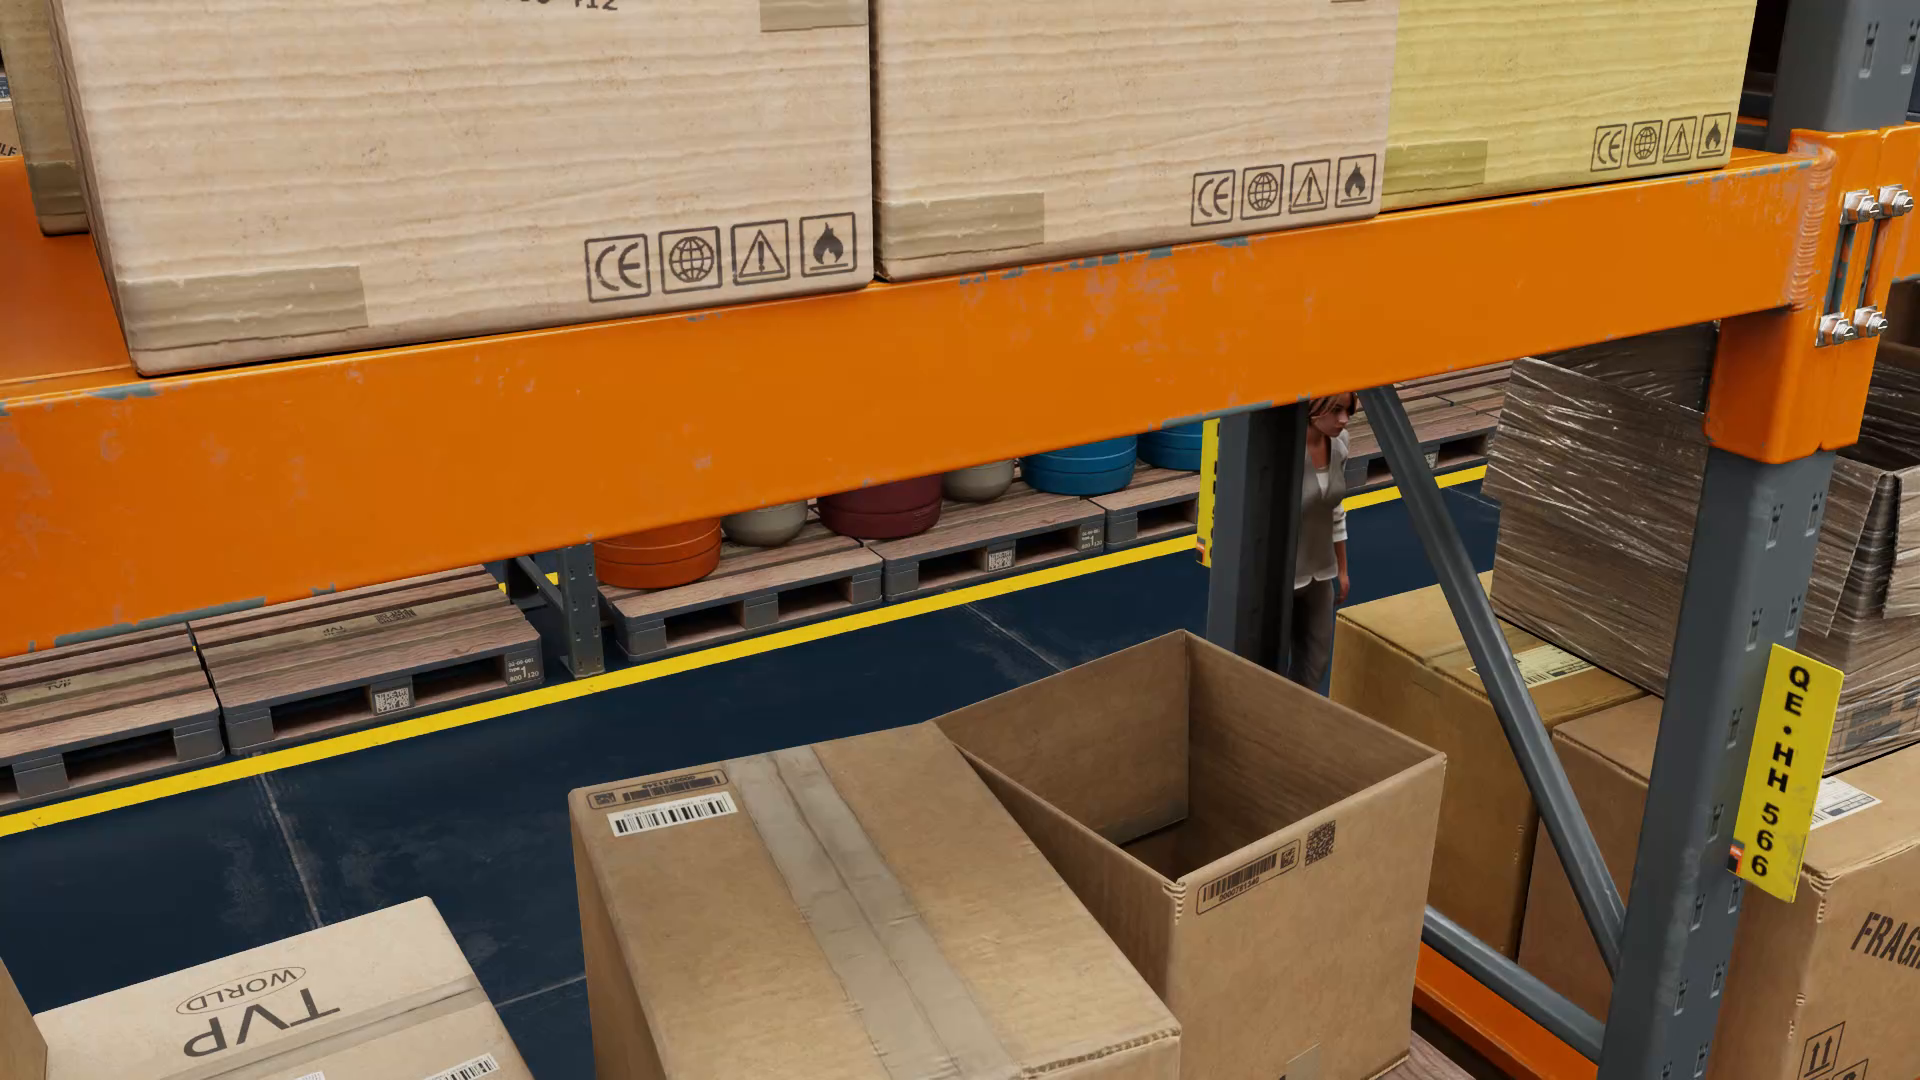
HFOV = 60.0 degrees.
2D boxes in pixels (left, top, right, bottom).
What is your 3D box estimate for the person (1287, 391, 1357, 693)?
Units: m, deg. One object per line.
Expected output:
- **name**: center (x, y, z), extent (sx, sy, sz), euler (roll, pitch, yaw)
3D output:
- **person**: center (1.142, 0.153, 5.726), extent (0.479, 1.593, 0.345), euler (-13, 26, -30)
